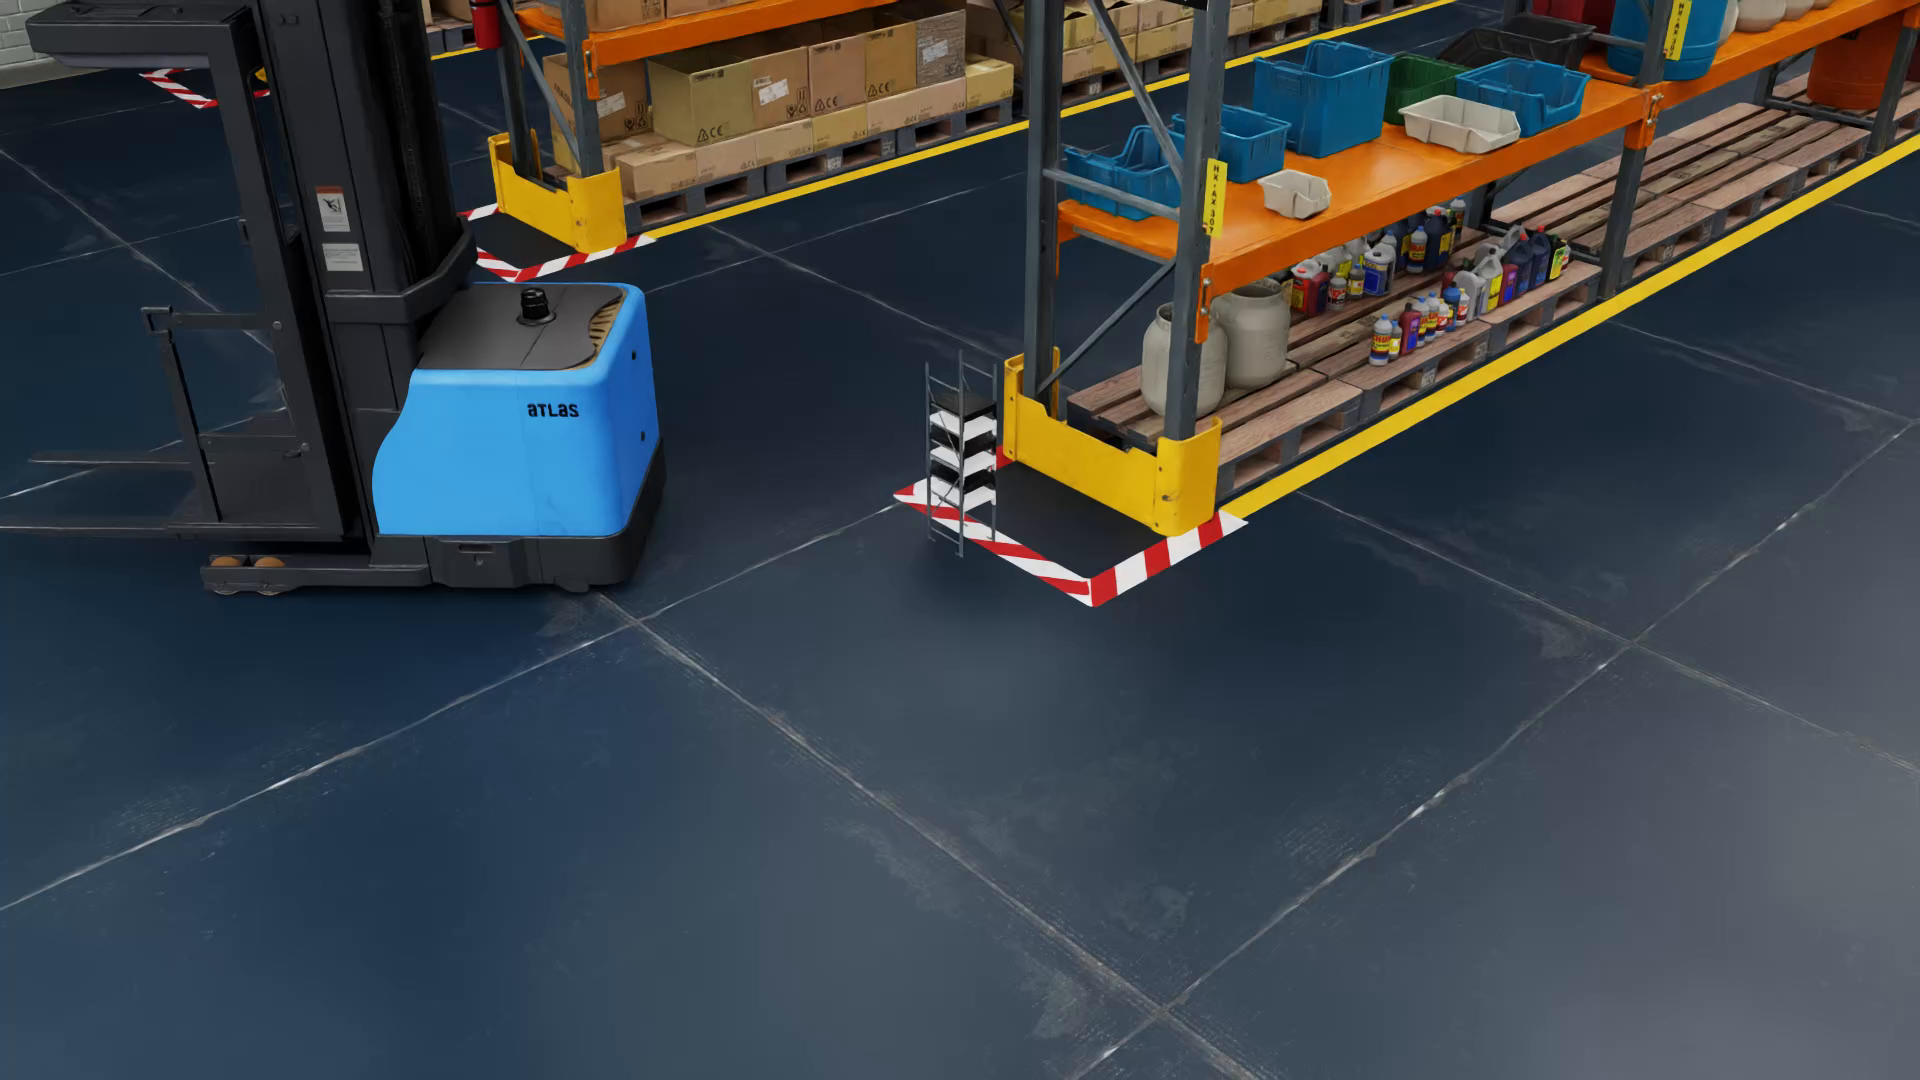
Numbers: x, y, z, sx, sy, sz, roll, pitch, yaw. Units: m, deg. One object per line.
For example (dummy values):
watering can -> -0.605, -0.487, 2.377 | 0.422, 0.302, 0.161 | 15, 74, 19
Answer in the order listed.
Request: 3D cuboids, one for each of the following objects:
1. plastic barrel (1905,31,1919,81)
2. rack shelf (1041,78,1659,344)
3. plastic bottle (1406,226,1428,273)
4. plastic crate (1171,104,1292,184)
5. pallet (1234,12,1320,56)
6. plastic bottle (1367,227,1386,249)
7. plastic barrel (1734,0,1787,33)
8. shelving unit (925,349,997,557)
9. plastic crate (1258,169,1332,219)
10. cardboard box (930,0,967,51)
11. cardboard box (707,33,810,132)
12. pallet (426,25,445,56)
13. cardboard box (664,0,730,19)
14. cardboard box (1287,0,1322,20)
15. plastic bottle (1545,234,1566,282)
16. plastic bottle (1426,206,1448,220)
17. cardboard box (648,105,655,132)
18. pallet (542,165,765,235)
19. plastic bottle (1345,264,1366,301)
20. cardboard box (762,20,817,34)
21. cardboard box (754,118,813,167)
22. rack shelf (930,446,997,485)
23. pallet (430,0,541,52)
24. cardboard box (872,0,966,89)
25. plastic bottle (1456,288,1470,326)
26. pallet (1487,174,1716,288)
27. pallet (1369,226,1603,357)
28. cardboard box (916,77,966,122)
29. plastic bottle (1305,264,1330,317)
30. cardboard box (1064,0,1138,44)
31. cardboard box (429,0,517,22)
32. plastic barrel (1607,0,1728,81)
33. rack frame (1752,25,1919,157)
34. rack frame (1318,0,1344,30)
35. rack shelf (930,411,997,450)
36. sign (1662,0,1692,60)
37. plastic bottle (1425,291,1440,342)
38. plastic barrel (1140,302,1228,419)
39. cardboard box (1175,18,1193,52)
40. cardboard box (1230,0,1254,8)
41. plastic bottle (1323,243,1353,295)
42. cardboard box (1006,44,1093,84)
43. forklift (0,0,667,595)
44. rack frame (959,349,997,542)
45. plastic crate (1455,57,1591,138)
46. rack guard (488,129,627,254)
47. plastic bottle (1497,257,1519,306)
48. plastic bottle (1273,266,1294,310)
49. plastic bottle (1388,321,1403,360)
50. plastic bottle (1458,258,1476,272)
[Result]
plastic barrel -> 7.734, -4.088, 13.469 | 0.708, 0.588, 0.600 | -26, 40, -35
rack shelf -> 2.159, -1.922, 8.707 | 4.000, 0.370, 1.077 | -26, 40, -35
plastic bottle -> 2.727, -1.737, 9.908 | 0.097, 0.271, 0.097 | 0, 31, 0
plastic crate -> 1.336, -1.976, 8.249 | 0.408, 0.251, 0.499 | -26, 40, -35
pallet -> 2.563, -4.786, 15.375 | 1.213, 0.211, 1.003 | -26, 40, -35
plastic bottle -> 2.464, -1.730, 9.886 | 0.133, 0.283, 0.061 | -24, 39, -33
plastic barrel -> 5.014, -3.512, 10.488 | 0.433, 0.535, 0.433 | 0, 31, 0
shelving unit -> 0.006, -0.387, 7.520 | 0.210, 0.900, 0.258 | -26, 40, -35
plastic crate -> 1.567, -1.601, 7.746 | 0.250, 0.136, 0.298 | -26, 40, -35
cardboard box -> -0.293, -4.116, 13.120 | 0.500, 0.500, 0.500 | -26, 40, -35
cardboard box -> -1.405, -3.207, 11.634 | 0.500, 0.500, 0.500 | -26, 40, -35
pallet -> -5.368, -4.421, 14.778 | 1.213, 0.211, 1.003 | -26, 40, -35
cardboard box -> -1.940, -3.807, 11.005 | 0.500, 0.500, 0.700 | -25, 39, -34
cardboard box -> 2.973, -4.979, 15.251 | 0.500, 0.250, 0.500 | -25, 39, -34
plastic bottle -> 3.497, -1.670, 9.788 | 0.133, 0.283, 0.061 | -24, 39, -33
plastic bottle -> 2.875, -1.893, 10.160 | 0.135, 0.276, 0.152 | -24, 39, -34
cardboard box -> -2.122, -2.907, 11.862 | 0.500, 0.250, 0.500 | -26, 40, -35
pallet -> -2.141, -2.513, 11.658 | 1.213, 0.211, 1.003 | -26, 40, -35
plastic bottle -> 2.279, -1.490, 9.572 | 0.097, 0.201, 0.097 | 0, 31, 0
cardboard box -> -1.391, -3.583, 12.248 | 0.500, 0.500, 0.500 | -26, 40, -35
cardboard box -> -1.397, -2.883, 11.822 | 0.500, 0.250, 0.500 | -26, 40, -35
rack shelf -> 0.006, -0.358, 7.537 | 0.200, 0.077, 0.258 | -26, 40, -35
pallet -> -4.474, -4.852, 15.482 | 1.213, 0.211, 1.003 | -26, 40, -35
cardboard box -> -0.306, -3.739, 12.504 | 0.500, 0.500, 0.500 | -26, 40, -35
plastic bottle -> 2.782, -1.302, 9.265 | 0.097, 0.201, 0.097 | 0, 31, 0
pallet -> 4.175, -2.042, 10.887 | 1.213, 0.211, 1.003 | -26, 40, -35
pallet -> 3.105, -1.526, 10.044 | 1.213, 0.211, 1.003 | -26, 40, -35
cardboard box -> -0.305, -3.419, 12.699 | 0.500, 0.250, 0.500 | -26, 40, -35
plastic bottle -> 2.017, -1.406, 9.356 | 0.133, 0.283, 0.061 | -26, 40, -35
cardboard box -> 1.103, -4.307, 13.613 | 0.500, 0.311, 0.500 | -26, 40, -36
cardboard box -> -4.485, -5.085, 15.164 | 0.700, 0.500, 0.500 | 26, 40, 36
plastic barrel -> 4.115, -3.173, 9.583 | 0.708, 0.901, 0.600 | -26, 40, -35
rack frame -> 6.559, -4.357, 12.000 | 0.127, 3.000, 1.000 | -26, 40, -35
rack frame -> 3.193, -6.253, 15.101 | 0.127, 3.000, 1.000 | -26, 40, -35
rack shelf -> 0.006, -0.512, 7.443 | 0.200, 0.077, 0.258 | -26, 40, -35
sign -> 3.991, -2.842, 9.257 | 0.005, 0.325, 0.100 | -26, 40, -35
plastic bottle -> 2.558, -1.224, 9.070 | 0.097, 0.271, 0.097 | 0, 31, 0
plastic barrel -> 1.123, -0.900, 8.328 | 0.421, 0.512, 0.421 | 0, 31, 0
cardboard box -> 1.852, -4.434, 14.360 | 0.500, 0.250, 0.500 | -25, 39, -35
cardboard box -> 2.228, -4.854, 14.508 | 0.500, 0.311, 0.500 | -26, 40, -36
plastic bottle -> 2.165, -1.584, 9.583 | 0.185, 0.351, 0.144 | -24, 39, -34
cardboard box -> 0.724, -3.889, 13.467 | 0.500, 0.250, 0.500 | -27, 40, -37
forklift -> -2.951, -1.282, 7.037 | 3.031, 2.935, 1.130 | 1, 31, 1
rack frame -> 0.080, -0.423, 7.579 | 0.006, 0.900, 0.240 | -26, 40, -35
plastic crate -> 2.999, -2.378, 8.907 | 0.616, 0.251, 0.499 | -26, 40, -35
rack guard -> -2.690, -2.341, 11.098 | 0.348, 0.500, 1.175 | -26, 40, -35
plastic bottle -> 3.117, -1.487, 9.488 | 0.133, 0.283, 0.061 | -23, 38, -32
plastic bottle -> 1.814, -1.416, 9.372 | 0.133, 0.283, 0.061 | -25, 39, -34
plastic bottle -> 2.310, -1.074, 8.891 | 0.097, 0.201, 0.097 | 0, 31, 0
plastic bottle -> 2.883, -1.476, 9.470 | 0.133, 0.283, 0.061 | -26, 40, -35
